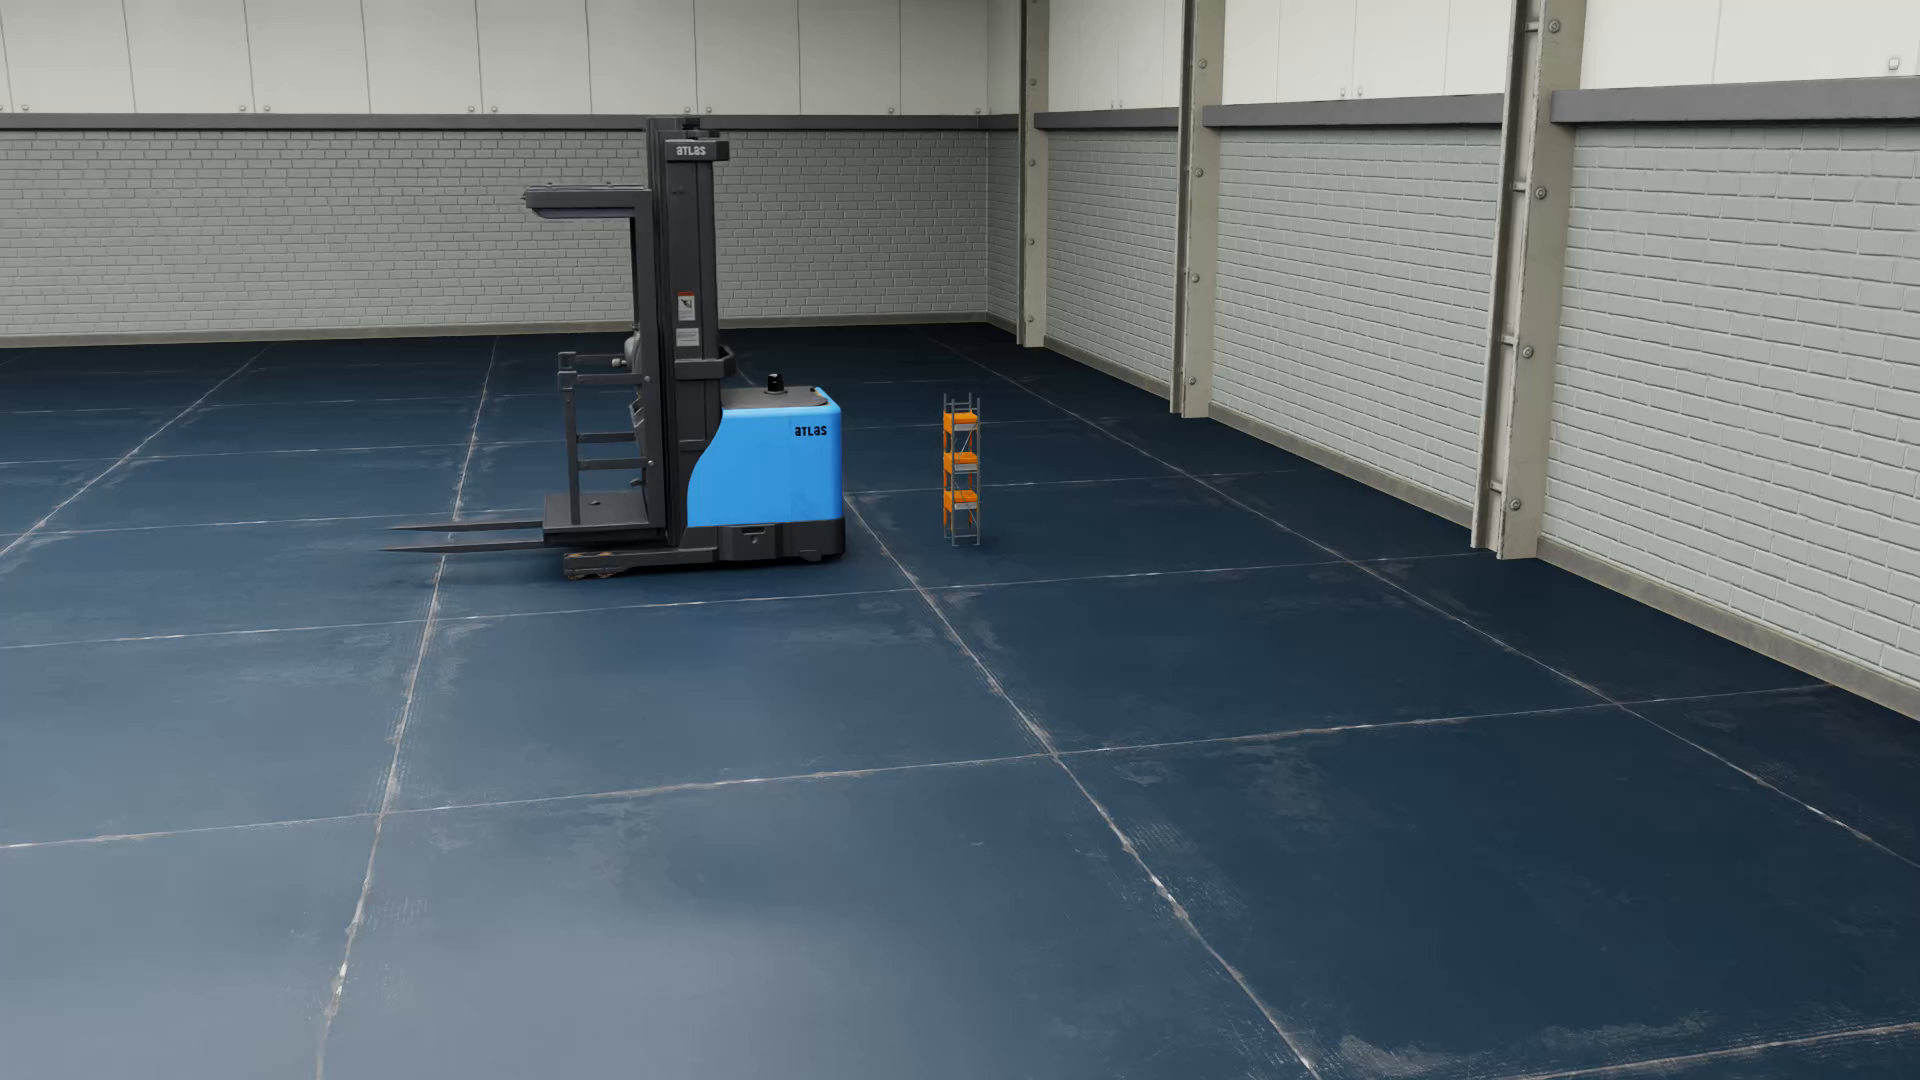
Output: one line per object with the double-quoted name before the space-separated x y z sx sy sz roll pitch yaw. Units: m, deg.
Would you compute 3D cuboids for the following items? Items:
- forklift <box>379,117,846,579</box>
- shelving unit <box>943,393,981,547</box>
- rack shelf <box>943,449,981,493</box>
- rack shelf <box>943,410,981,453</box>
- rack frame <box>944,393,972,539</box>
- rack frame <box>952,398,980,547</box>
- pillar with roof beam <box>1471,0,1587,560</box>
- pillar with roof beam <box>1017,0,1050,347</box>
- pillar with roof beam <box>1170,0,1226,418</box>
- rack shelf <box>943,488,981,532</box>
"forklift" -2.351 -1.303 11.085 3.031 2.935 1.130 -3 14 -13
"shelving unit" 0.013 -0.498 11.752 0.215 1.050 0.252 -3 14 -13
"rack shelf" 0.013 -0.487 11.754 0.215 0.259 0.240 -3 14 -13
"rack shelf" 0.013 -0.763 11.687 0.215 0.259 0.240 -3 14 -13
"rack frame" -0.016 -0.526 11.867 0.200 1.050 0.008 -3 14 -13
"rack frame" 0.041 -0.470 11.637 0.200 1.050 0.008 -3 14 -13
"pillar with roof beam" -0.383 -4.051 9.549 9.100 9.000 0.400 -3 14 -13
"pillar with roof beam" -3.202 -6.820 20.880 9.100 9.000 0.400 -3 14 -13
"pillar with roof beam" -1.792 -5.436 15.215 9.100 9.000 0.400 -3 14 -13
"rack shelf" 0.013 -0.217 11.820 0.215 0.259 0.240 -3 14 -13
